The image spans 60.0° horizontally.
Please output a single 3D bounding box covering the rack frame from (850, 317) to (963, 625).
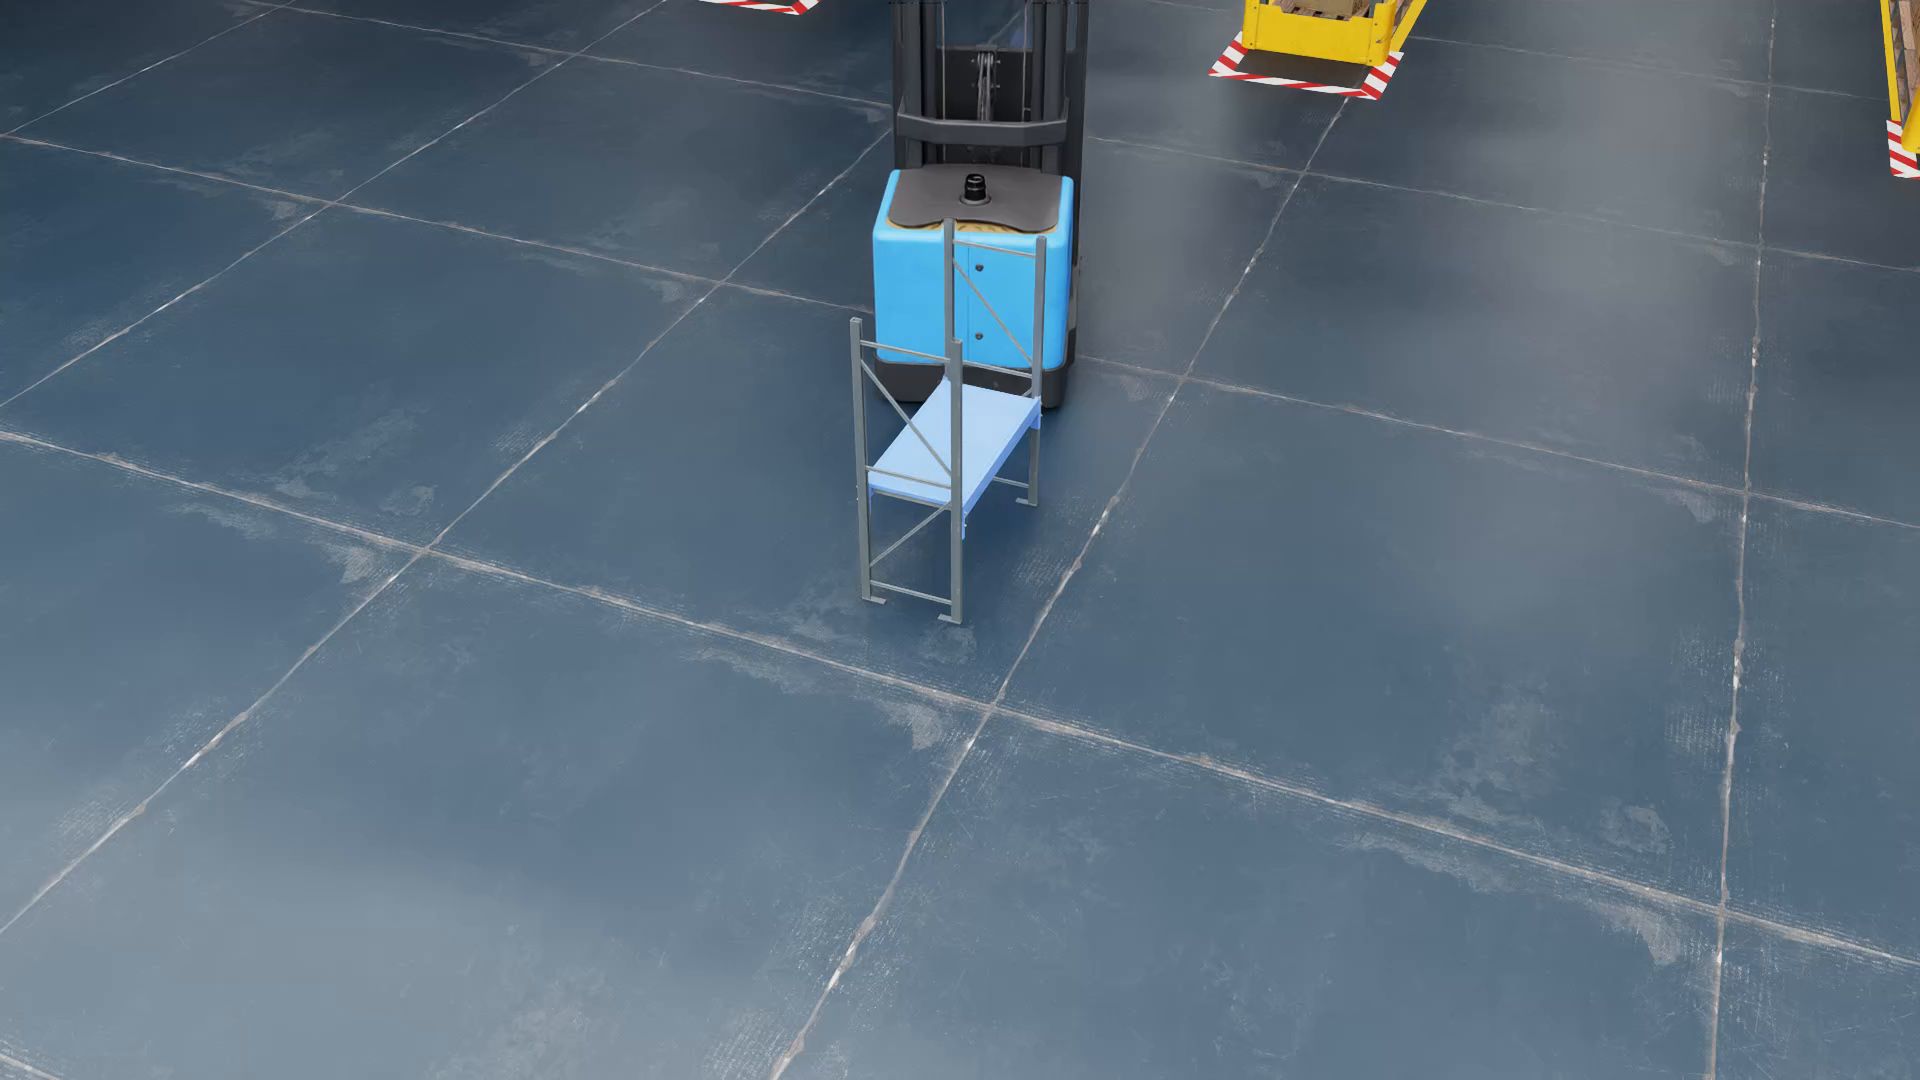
[{"bbox_3d":[-0.226,-0.272,7.361,0.500,1.500,0.032,14,39,18],"label":"rack frame"}]

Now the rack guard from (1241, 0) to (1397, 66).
[{"bbox_3d":[2.902,-4.213,13.469,1.175,0.500,0.348,14,39,18],"label":"rack guard"}]

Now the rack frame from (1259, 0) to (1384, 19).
[{"bbox_3d":[2.873,-5.172,12.664,1.000,3.000,0.127,14,39,18],"label":"rack frame"}]

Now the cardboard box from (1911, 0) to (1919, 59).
[{"bbox_3d":[7.952,-4.181,12.763,0.875,0.875,0.875,13,39,17],"label":"cardboard box"}]

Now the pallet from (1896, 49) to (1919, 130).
[{"bbox_3d":[7.654,-3.330,12.528,1.003,0.211,1.213,14,39,18],"label":"pallet"}]

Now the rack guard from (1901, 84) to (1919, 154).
[{"bbox_3d":[7.413,-2.972,11.808,1.175,0.500,0.348,14,39,18],"label":"rack guard"}]

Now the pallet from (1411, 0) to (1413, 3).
[{"bbox_3d":[3.710,-5.212,15.047,1.003,0.211,1.213,14,39,18],"label":"pallet"}]

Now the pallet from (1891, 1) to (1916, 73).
[{"bbox_3d":[8.120,-4.003,13.429,1.003,0.211,1.213,14,39,18],"label":"pallet"}]

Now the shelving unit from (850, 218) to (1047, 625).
[{"bbox_3d":[-0.032,-0.553,7.738,0.538,1.500,1.048,14,39,18],"label":"shelving unit"}]

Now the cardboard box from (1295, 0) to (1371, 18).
[{"bbox_3d":[3.127,-4.681,13.744,0.500,0.500,0.500,21,42,26],"label":"cardboard box"}]

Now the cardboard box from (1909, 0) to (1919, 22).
[{"bbox_3d":[8.300,-4.686,13.437,0.875,0.875,0.875,14,39,18],"label":"cardboard box"}]

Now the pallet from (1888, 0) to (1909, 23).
[{"bbox_3d":[8.582,-4.681,14.336,1.003,0.211,1.213,14,39,18],"label":"pallet"}]

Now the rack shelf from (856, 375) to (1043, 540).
[{"bbox_3d":[-0.032,-0.409,7.845,0.538,0.185,1.000,14,39,18],"label":"rack shelf"}]

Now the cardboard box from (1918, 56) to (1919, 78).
[{"bbox_3d":[7.619,-3.694,12.110,0.875,0.875,0.875,14,39,18],"label":"cardboard box"}]

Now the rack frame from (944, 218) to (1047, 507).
[{"bbox_3d":[0.161,-0.835,8.114,0.500,1.500,0.032,14,39,18],"label":"rack frame"}]

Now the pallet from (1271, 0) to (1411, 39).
[{"bbox_3d":[3.244,-4.539,14.146,1.003,0.211,1.213,14,39,18],"label":"pallet"}]

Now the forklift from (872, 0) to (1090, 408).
[{"bbox_3d":[0.186,-2.765,9.501,1.130,2.935,3.031,3,37,4],"label":"forklift"}]
